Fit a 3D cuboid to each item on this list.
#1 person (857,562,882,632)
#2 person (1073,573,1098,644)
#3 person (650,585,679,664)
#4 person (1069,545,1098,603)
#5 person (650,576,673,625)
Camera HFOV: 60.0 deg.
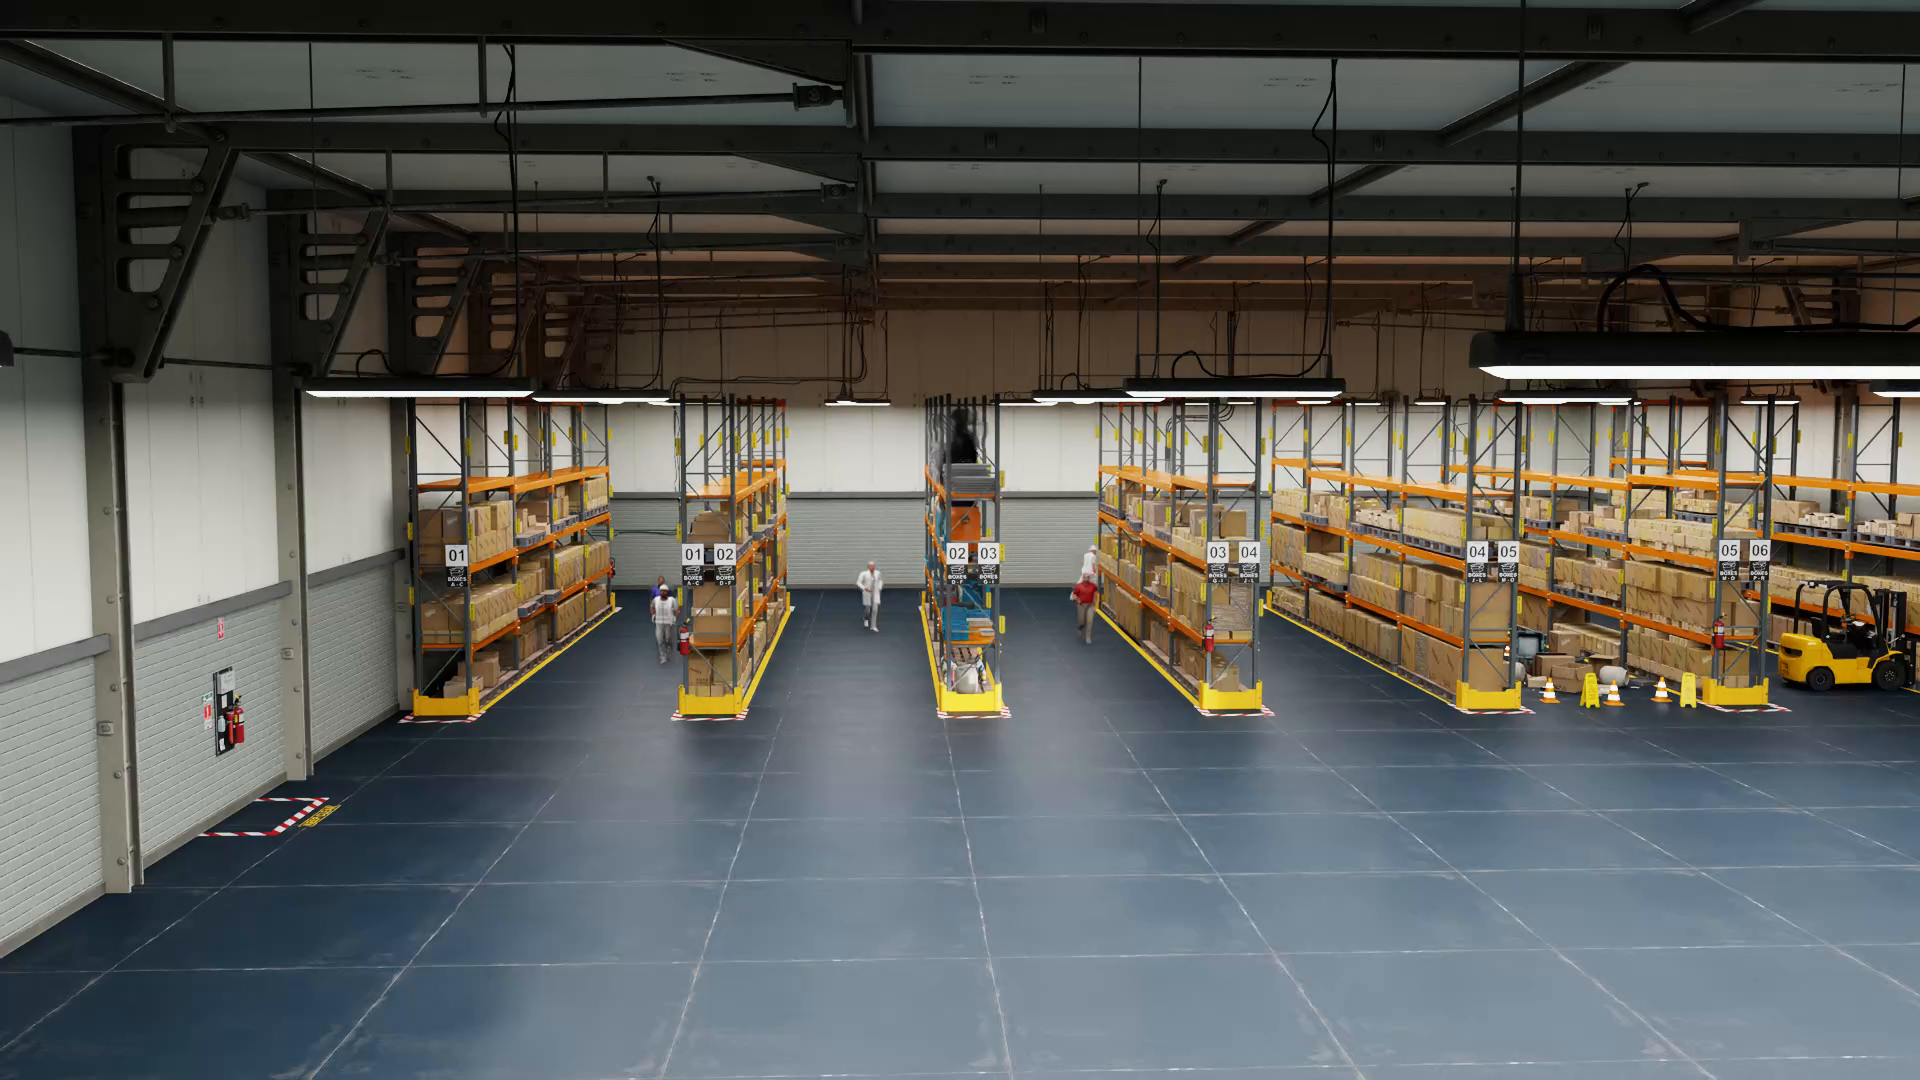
[{"bbox_3d":[-2.314,1.445,43.015,0.712,1.776,0.955,-1,5,-16],"label":"person"},{"bbox_3d":[3.080,1.651,40.827,0.651,1.709,0.893,0,5,-6],"label":"person"},{"bbox_3d":[-6.695,1.887,37.629,0.681,1.759,0.778,0,5,-1],"label":"person"},{"bbox_3d":[3.681,1.021,48.695,0.891,1.737,0.713,-3,5,-35],"label":"person"},{"bbox_3d":[-7.338,1.687,40.914,0.562,1.609,0.589,-1,5,-10],"label":"person"}]
